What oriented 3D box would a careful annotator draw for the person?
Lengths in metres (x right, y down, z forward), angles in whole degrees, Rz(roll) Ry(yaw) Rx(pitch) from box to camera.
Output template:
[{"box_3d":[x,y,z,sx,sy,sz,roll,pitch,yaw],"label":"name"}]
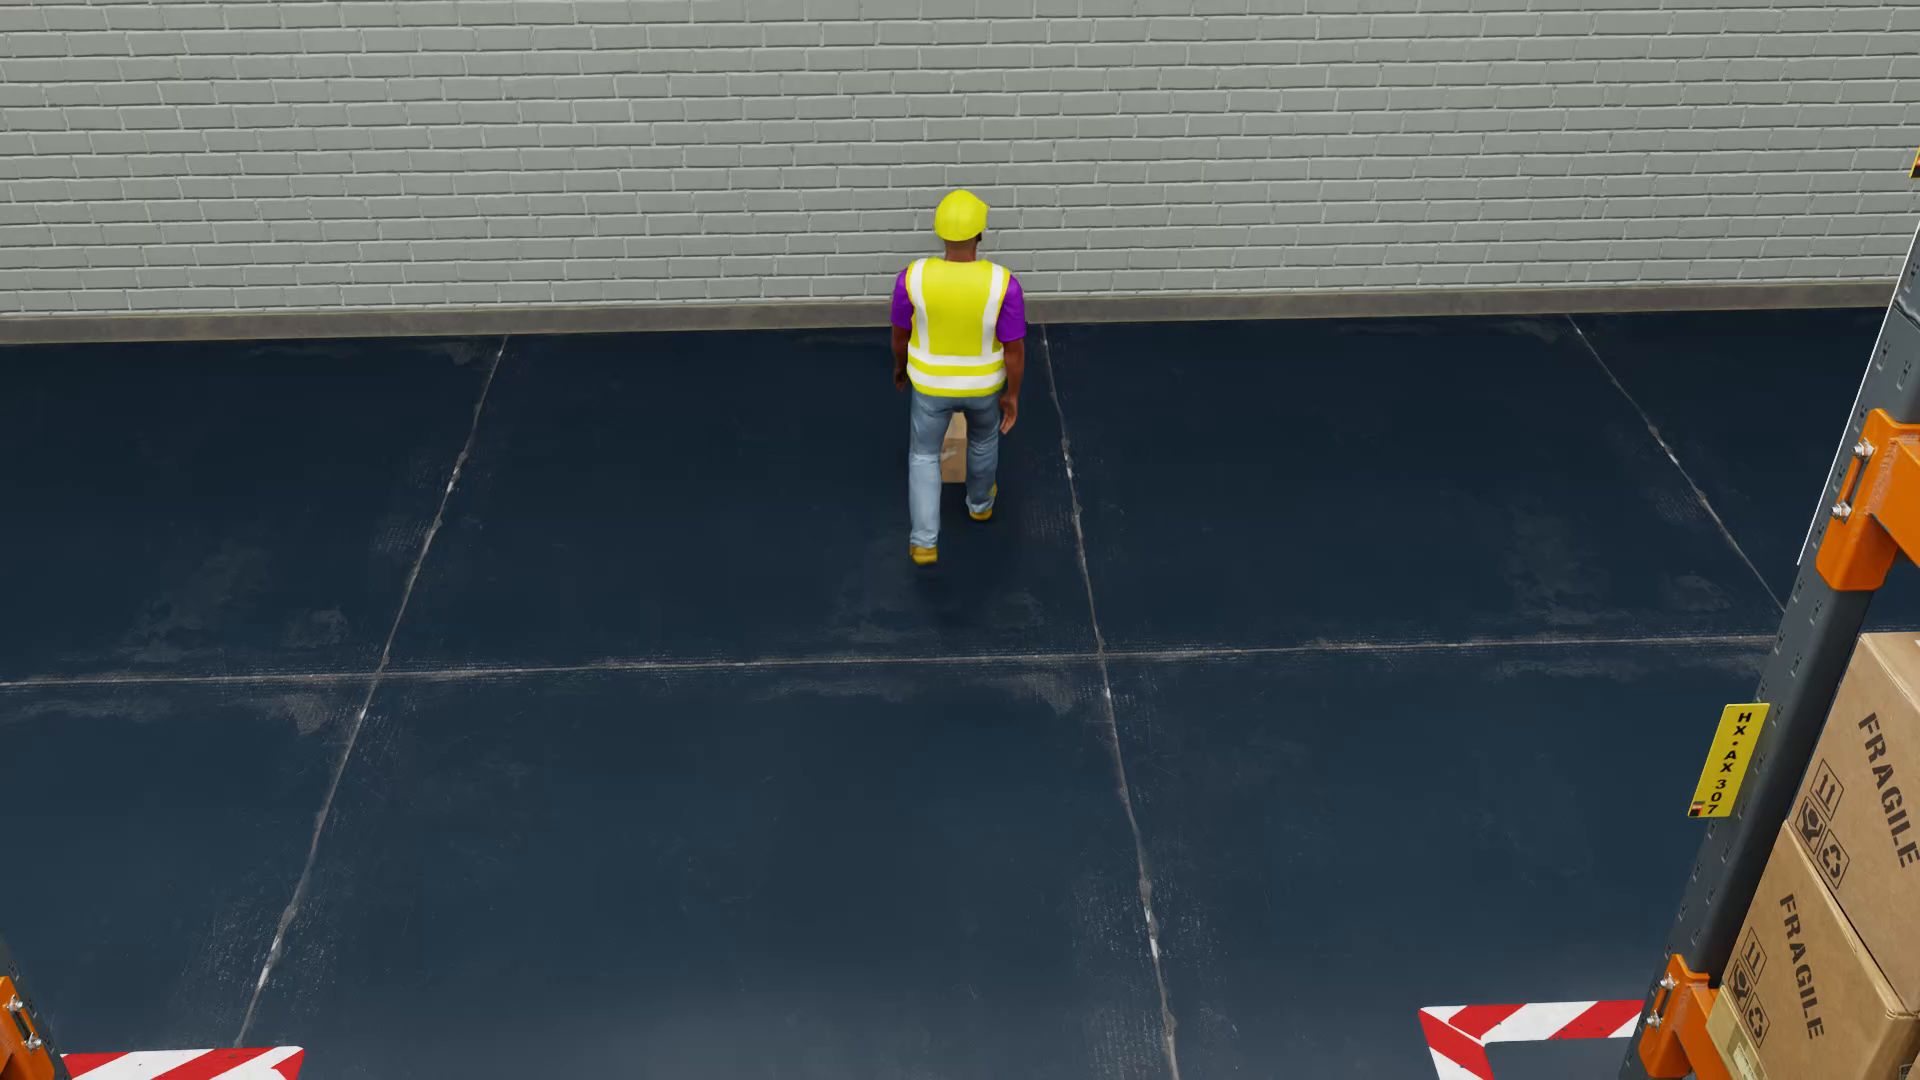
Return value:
[{"box_3d":[-0.010,-0.718,7.143,0.567,1.740,0.882,0,35,0],"label":"person"}]
